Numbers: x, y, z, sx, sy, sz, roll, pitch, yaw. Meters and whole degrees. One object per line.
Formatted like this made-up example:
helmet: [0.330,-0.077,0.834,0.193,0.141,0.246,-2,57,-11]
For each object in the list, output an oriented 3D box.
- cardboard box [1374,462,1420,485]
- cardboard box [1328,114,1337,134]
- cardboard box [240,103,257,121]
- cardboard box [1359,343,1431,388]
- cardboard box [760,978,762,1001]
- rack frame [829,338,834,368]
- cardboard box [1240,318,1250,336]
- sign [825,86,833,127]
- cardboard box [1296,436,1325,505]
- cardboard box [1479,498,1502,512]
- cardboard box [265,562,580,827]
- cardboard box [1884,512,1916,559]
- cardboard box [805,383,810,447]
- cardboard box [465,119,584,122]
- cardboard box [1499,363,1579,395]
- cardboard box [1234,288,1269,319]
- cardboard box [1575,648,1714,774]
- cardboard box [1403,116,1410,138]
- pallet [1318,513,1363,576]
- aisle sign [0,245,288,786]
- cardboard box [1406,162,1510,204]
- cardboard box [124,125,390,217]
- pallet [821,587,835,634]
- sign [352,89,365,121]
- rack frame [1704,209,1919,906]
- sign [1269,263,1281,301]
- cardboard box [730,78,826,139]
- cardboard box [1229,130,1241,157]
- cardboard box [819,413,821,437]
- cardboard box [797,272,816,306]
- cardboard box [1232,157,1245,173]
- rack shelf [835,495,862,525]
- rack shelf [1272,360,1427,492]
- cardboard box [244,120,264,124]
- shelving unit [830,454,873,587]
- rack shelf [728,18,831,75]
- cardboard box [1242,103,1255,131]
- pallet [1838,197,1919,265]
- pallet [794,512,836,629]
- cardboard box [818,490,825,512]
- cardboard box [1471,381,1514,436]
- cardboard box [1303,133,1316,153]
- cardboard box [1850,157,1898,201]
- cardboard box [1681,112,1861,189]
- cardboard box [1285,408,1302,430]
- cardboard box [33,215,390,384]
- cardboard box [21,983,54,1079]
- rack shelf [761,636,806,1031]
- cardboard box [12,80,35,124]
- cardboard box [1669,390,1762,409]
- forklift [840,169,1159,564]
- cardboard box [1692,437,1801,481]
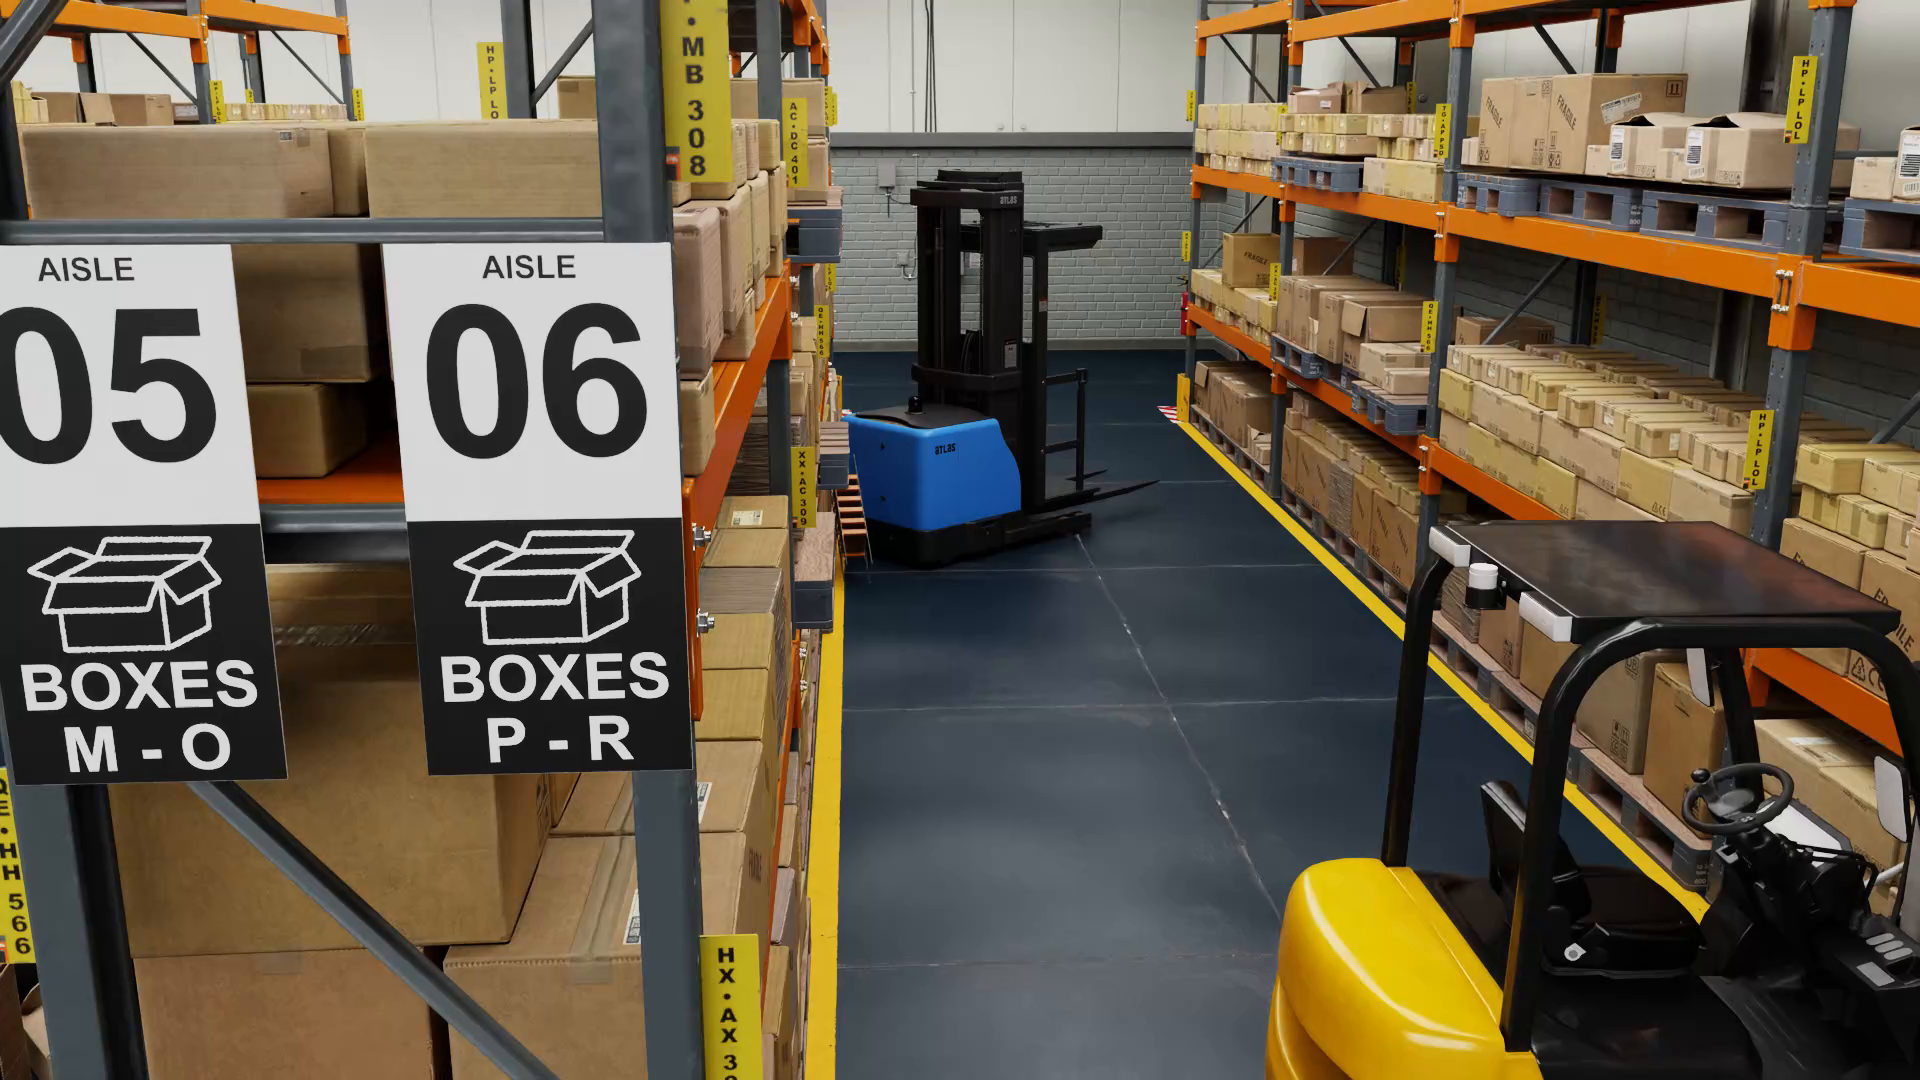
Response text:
cardboard box: [3.269,-0.475,12.227,0.380,0.149,0.250,0,14,-2]
cardboard box: [3.025,-3.171,12.675,0.380,0.149,0.250,-1,14,-3]
cardboard box: [-6.395,-3.752,14.566,0.380,0.149,0.250,-1,14,-5]
cardboard box: [3.155,-1.238,11.776,0.500,0.250,0.500,-2,15,-6]
cardboard box: [-0.664,1.058,3.899,0.380,0.149,0.250,-1,14,-3]
rack frame: [-1.906,-2.762,18.240,1.000,3.000,0.127,-1,14,-3]
cardboard box: [2.913,-2.056,16.000,0.380,0.149,0.250,-1,14,-4]
sign: [-1.117,-3.633,13.939,0.100,0.325,0.005,-1,14,-3]
cardboard box: [3.144,-0.581,13.939,0.500,0.500,0.500,-1,14,-4]
cardboard box: [3.822,-0.291,11.510,0.380,0.149,0.250,0,14,-1]
cardboard box: [-1.188,0.291,3.571,0.700,0.500,0.500,-1,14,-3]
cardboard box: [3.610,-0.005,6.025,0.380,0.149,0.250,-1,14,-4]
cardboard box: [-0.937,-0.419,7.494,0.500,0.500,0.500,-1,14,-3]
cardboard box: [-1.416,-1.281,5.370,0.380,0.149,0.250,-1,14,-5]
cardboard box: [3.358,-0.934,9.633,0.380,0.149,0.250,-1,14,-3]
cardboard box: [2.957,-2.287,16.101,0.500,0.250,0.500,-1,14,-4]
cardboard box: [3.708,0.769,8.440,0.875,0.625,0.625,-1,14,-4]
cardboard box: [3.276,-2.844,11.445,0.380,0.149,0.250,-1,14,-4]
pallet: [3.463,0.012,13.057,1.003,0.211,1.213,-1,14,-3]
aisle sign: [-1.200,-0.022,2.374,0.394,0.787,0.004,-1,14,-3]
cardboard box: [3.270,-2.354,10.935,0.500,0.250,0.500,-1,14,-5]
cardboard box: [-1.208,-0.644,2.894,0.380,0.149,0.250,-1,14,-2]
pallet: [-1.384,0.381,11.622,1.003,0.211,1.213,-1,14,-3]
sign: [-6.285,-4.545,17.376,0.100,0.325,0.005,-1,14,-3]
rack frame: [3.792,0.145,6.943,1.000,3.000,0.127,-1,14,-3]
sign: [2.755,-2.253,14.528,0.100,0.325,0.005,-1,14,-3]
cardboard box: [-0.839,-1.878,7.242,0.500,0.250,0.500,-1,14,-5]
cardboard box: [2.929,-3.867,16.220,0.500,0.250,0.500,-1,14,-4]
cardboard box: [-1.006,-0.648,9.688,0.380,0.149,0.250,-1,14,-4]
cardboard box: [-1.237,-1.554,11.341,0.500,0.500,0.500,-1,14,-3]
cardboard box: [2.854,-3.643,16.149,0.380,0.149,0.250,-1,14,-2]
rack shelf: [-0.839,-0.211,12.499,0.180,0.258,0.103,-2,44,-11]
rack shelf: [3.420,-0.999,12.832,1.077,0.370,4.000,-1,14,-3]
cardboard box: [-6.409,-3.535,14.524,0.500,0.250,0.500,-1,14,-4]
shelving unit: [-0.827,-0.159,12.445,0.189,0.258,1.200,-2,44,-11]
rack shelf: [-1.782,-4.628,15.699,1.077,0.370,4.000,-1,14,-3]
cardboard box: [2.961,-3.985,15.675,0.500,0.250,0.500,-1,14,-2]
pallet: [3.870,-1.053,5.757,1.003,0.211,1.213,-1,14,-3]
pallet: [-1.065,0.123,7.413,1.003,0.211,1.213,-1,14,-3]
cardboard box: [-1.370,-0.120,11.393,0.875,0.875,0.875,-1,14,-4]
cardboard box: [3.357,-0.781,9.838,0.500,0.250,0.500,0,14,-2]
cardboard box: [2.943,-3.156,13.215,0.380,0.149,0.250,-1,14,-3]
cardboard box: [3.516,-1.321,6.083,0.380,0.149,0.250,-1,14,-2]
cardboard box: [3.504,-1.692,7.200,0.500,0.311,0.500,-1,14,-5]
cardboard box: [3.053,-1.058,14.491,0.380,0.149,0.250,0,14,-1]
cardboard box: [-1.215,-0.430,2.861,0.500,0.250,0.500,-1,14,-4]
cardboard box: [-3.254,1.782,6.066,0.258,0.266,0.396,-13,20,-42]
rack shelf: [-1.038,1.068,4.798,1.077,0.370,4.000,-1,14,-3]
cardboard box: [-6.126,-2.776,10.537,0.396,0.266,0.258,-1,14,-3]
cardboard box: [3.936,-0.688,8.678,0.380,0.149,0.250,-1,14,-3]
forklift: [0.450,-1.529,13.588,3.031,2.935,1.130,-14,20,-43]
cardboard box: [3.515,-0.363,7.415,0.380,0.149,0.250,-1,14,-4]
